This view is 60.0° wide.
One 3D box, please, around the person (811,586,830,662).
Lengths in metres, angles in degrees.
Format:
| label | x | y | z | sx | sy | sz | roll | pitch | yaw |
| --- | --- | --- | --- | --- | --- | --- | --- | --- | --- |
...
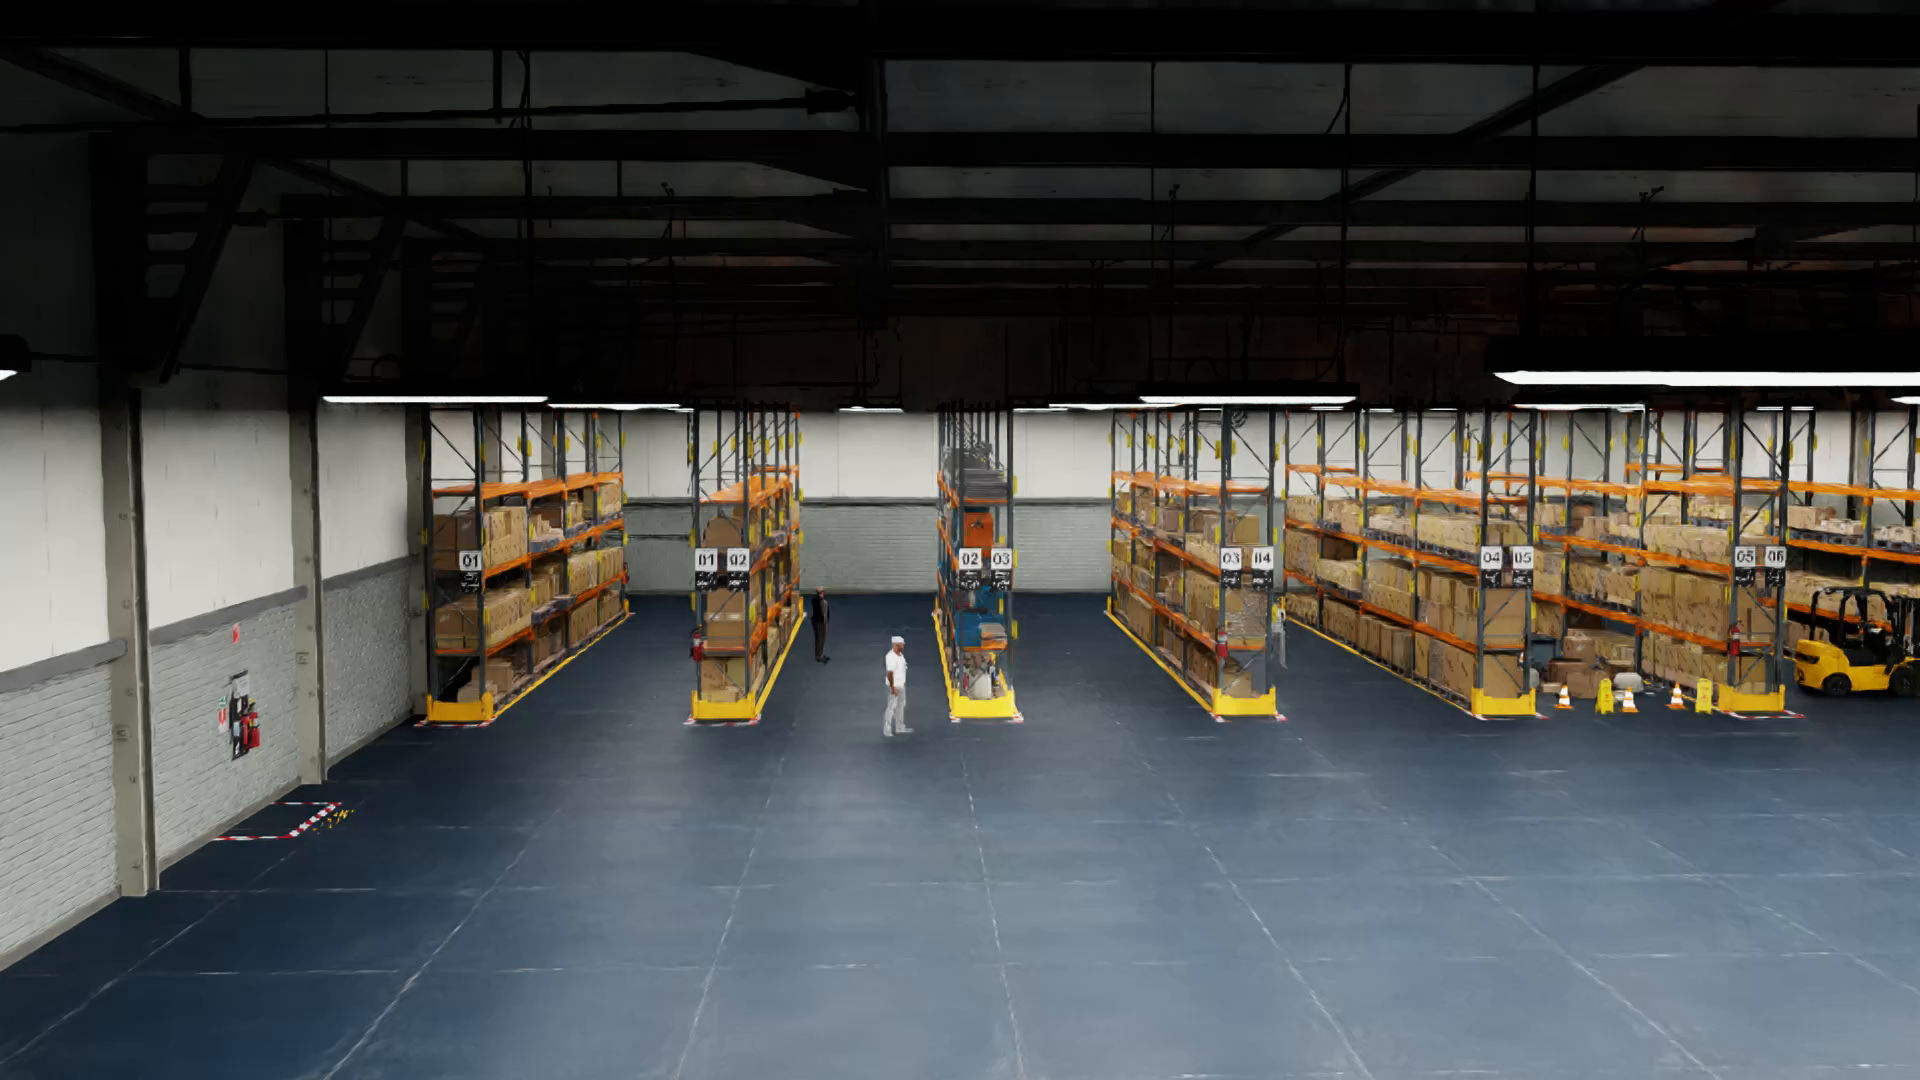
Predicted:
| label | x | y | z | sx | sy | sz | roll | pitch | yaw |
| --- | --- | --- | --- | --- | --- | --- | --- | --- | --- |
| person | -3.191 | 1.927 | 38.482 | 0.449 | 1.729 | 0.582 | -3 | 5 | -32 |

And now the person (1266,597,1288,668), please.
| label | x | y | z | sx | sy | sz | roll | pitch | yaw |
| --- | --- | --- | --- | --- | --- | --- | --- | --- | --- |
| person | 7.125 | 2.060 | 37.539 | 0.495 | 1.589 | 1.084 | 0 | 4 | 0 |

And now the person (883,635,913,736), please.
| label | x | y | z | sx | sy | sz | roll | pitch | yaw |
| --- | --- | --- | --- | --- | --- | --- | --- | --- | --- |
| person | -1.120 | 2.576 | 29.604 | 0.429 | 1.768 | 0.651 | 2 | 5 | 20 |
